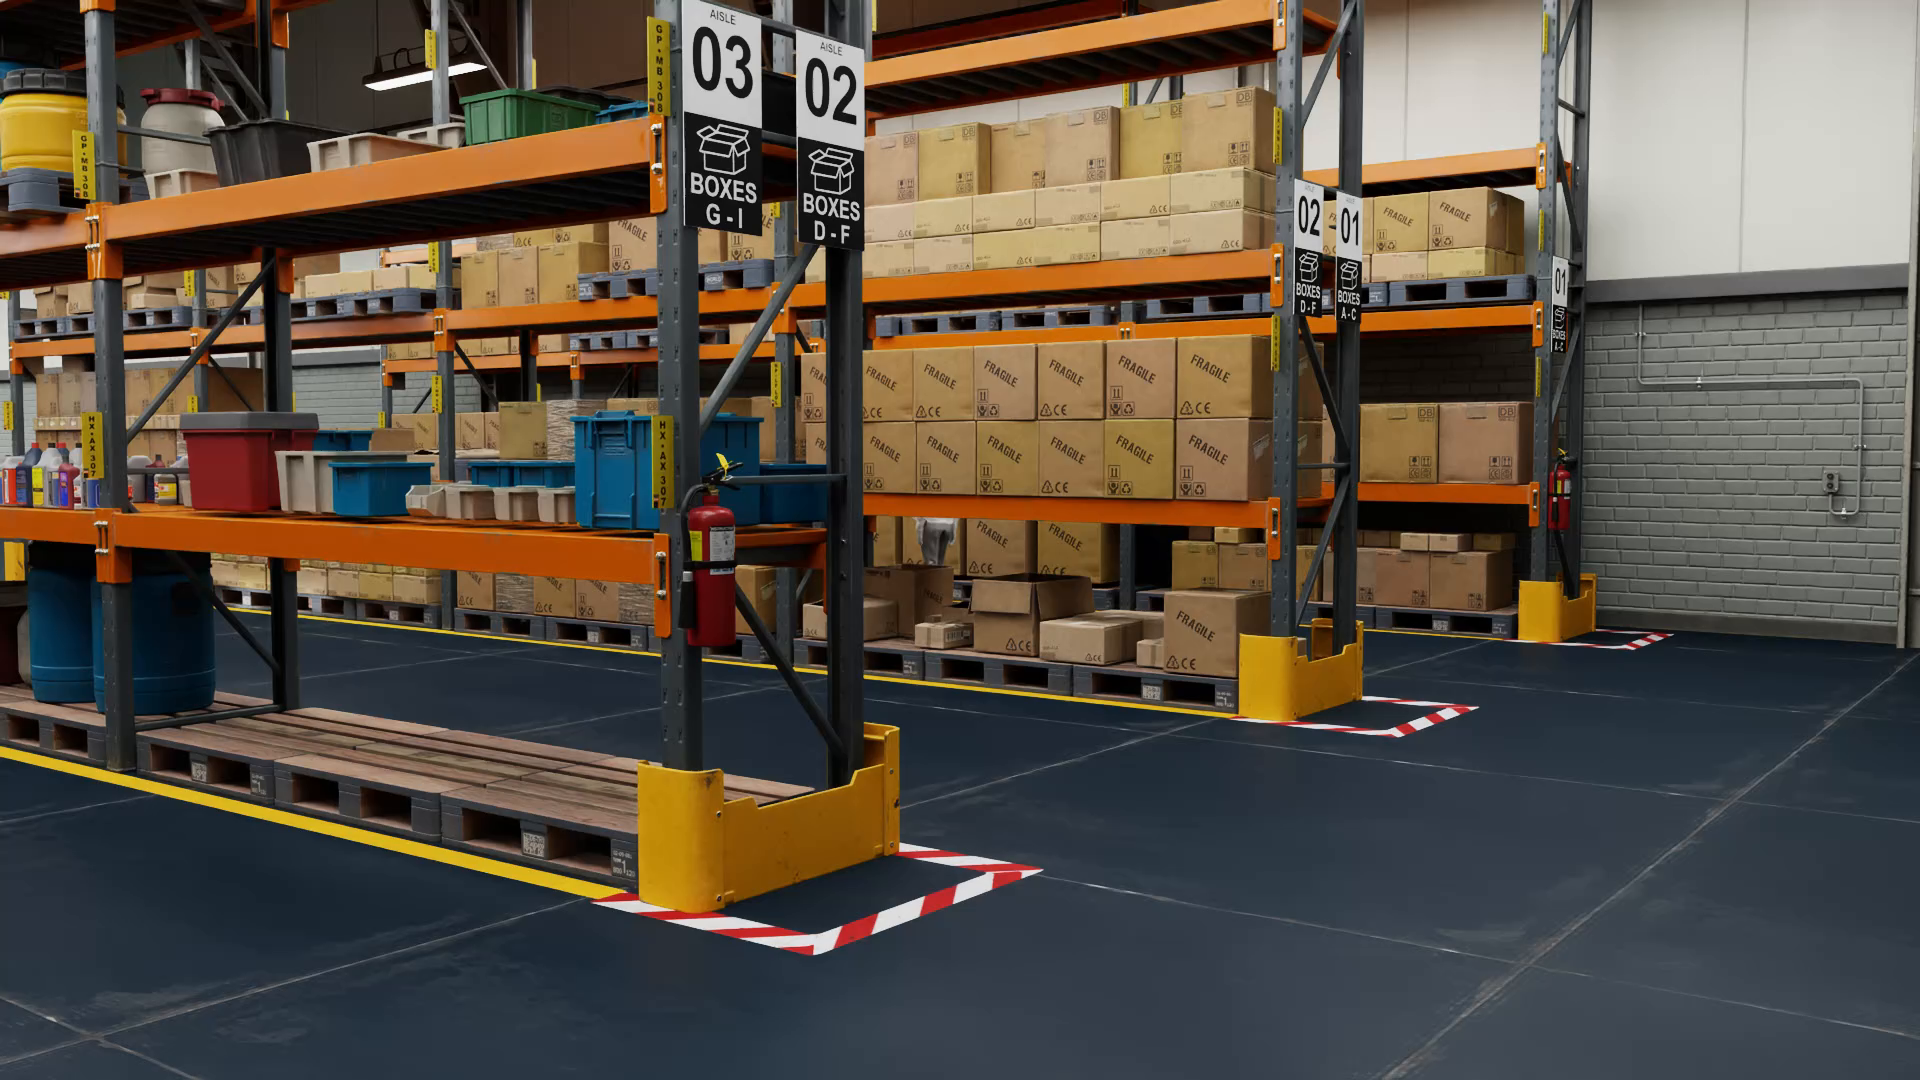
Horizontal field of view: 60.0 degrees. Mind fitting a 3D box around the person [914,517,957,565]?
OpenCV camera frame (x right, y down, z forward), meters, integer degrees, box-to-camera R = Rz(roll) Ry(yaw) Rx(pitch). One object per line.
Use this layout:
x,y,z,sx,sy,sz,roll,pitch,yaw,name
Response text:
-0.306,-0.106,15.768,0.602,1.676,0.476,3,4,41,person
